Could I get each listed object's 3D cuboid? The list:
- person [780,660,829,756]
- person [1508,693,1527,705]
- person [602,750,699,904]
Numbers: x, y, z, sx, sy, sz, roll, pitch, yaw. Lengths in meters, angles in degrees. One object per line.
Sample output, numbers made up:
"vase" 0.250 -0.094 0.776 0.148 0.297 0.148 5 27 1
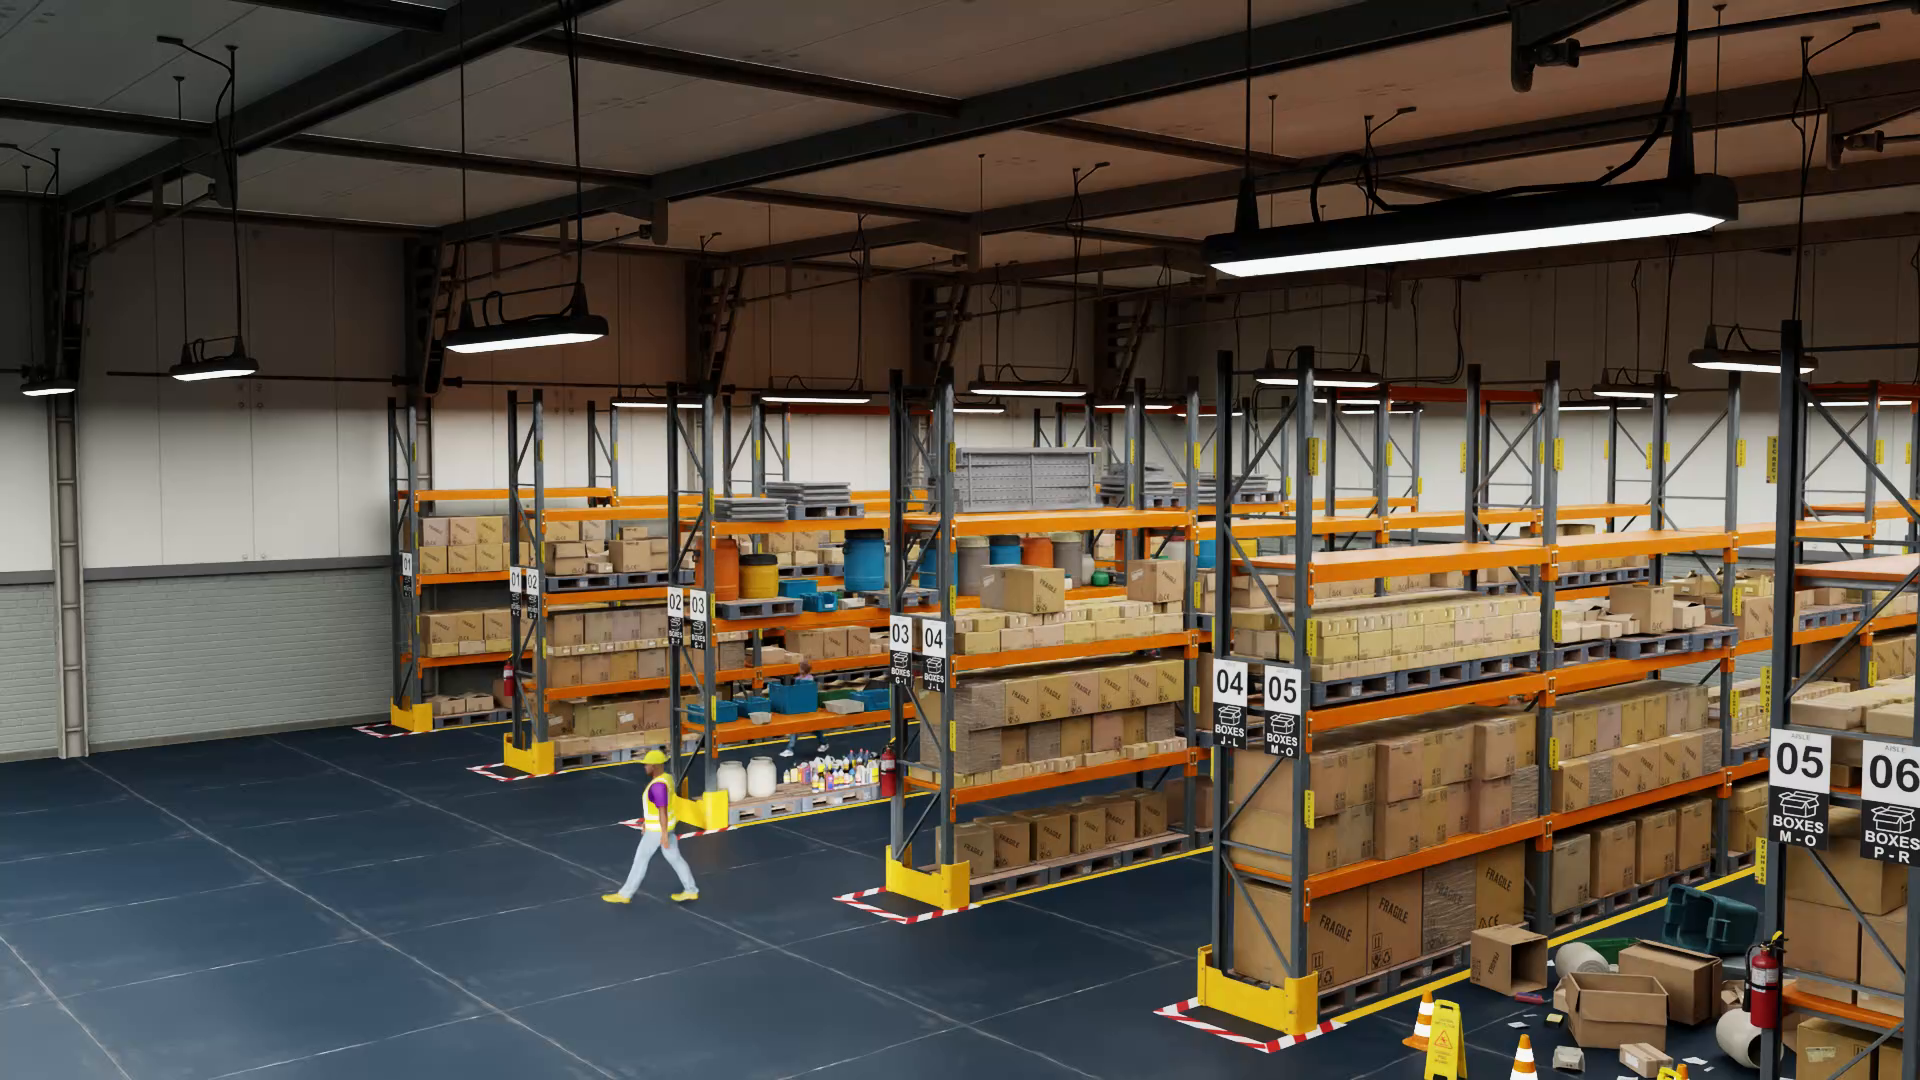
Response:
"person" -2.570 2.765 27.419 0.888 1.553 0.441 -3 4 -39
"person" 8.110 2.959 23.862 0.576 1.642 0.548 -2 4 -28
"person" -3.451 3.196 18.615 1.030 1.703 0.600 0 3 5
